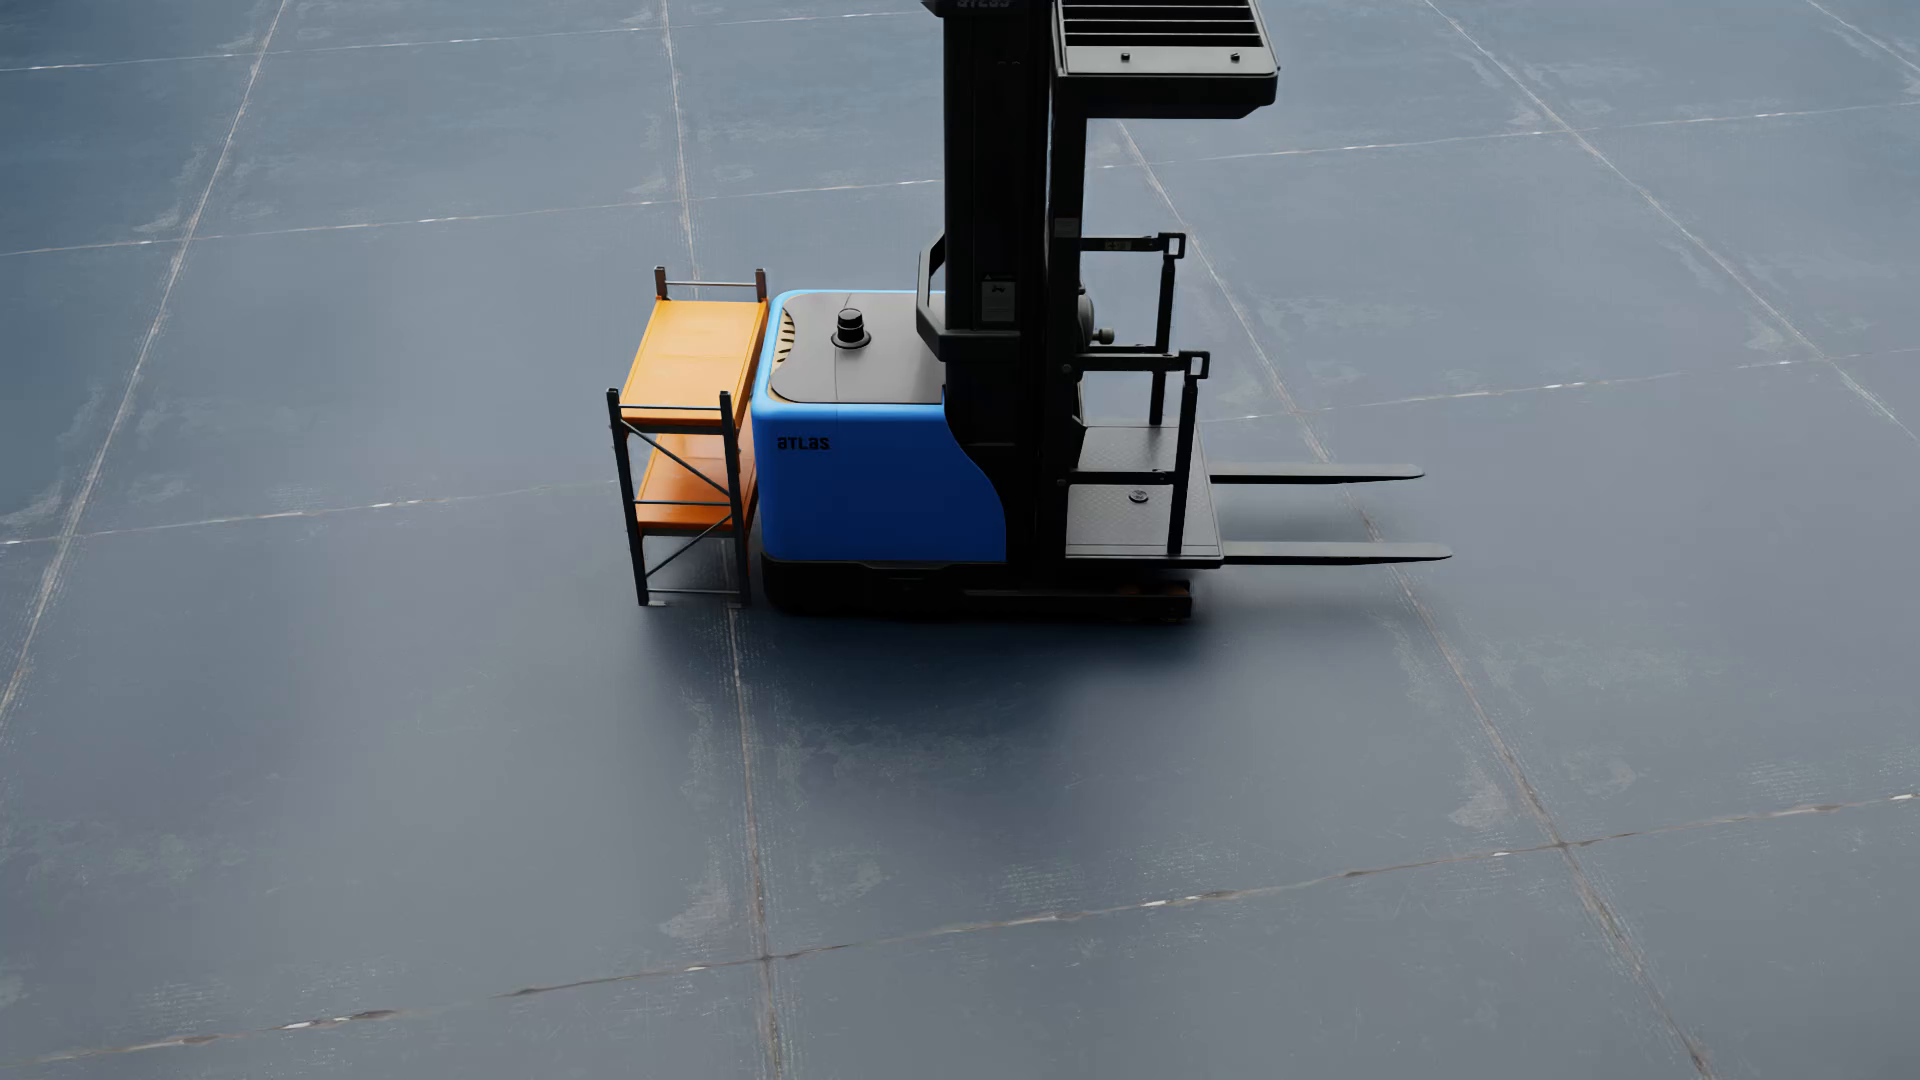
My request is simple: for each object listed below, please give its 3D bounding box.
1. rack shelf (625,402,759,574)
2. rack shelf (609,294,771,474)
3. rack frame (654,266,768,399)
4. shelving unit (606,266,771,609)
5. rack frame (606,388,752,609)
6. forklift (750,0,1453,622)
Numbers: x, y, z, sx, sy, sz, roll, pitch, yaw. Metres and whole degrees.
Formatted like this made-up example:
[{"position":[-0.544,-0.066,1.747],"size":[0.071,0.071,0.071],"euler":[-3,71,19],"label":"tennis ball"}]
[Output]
[{"position":[-1.150,-0.273,7.583],"size":[0.538,0.278,1.000],"euler":[2,38,2],"label":"rack shelf"},{"position":[-1.150,-0.697,7.253],"size":[0.538,0.278,1.000],"euler":[2,38,2],"label":"rack shelf"},{"position":[-1.127,-0.777,7.834],"size":[0.500,1.125,0.032],"euler":[2,38,2],"label":"rack frame"},{"position":[-1.150,-0.466,7.433],"size":[0.538,1.125,1.048],"euler":[2,38,2],"label":"shelving unit"},{"position":[-1.174,-0.154,7.032],"size":[0.500,1.125,0.032],"euler":[2,38,2],"label":"rack frame"},{"position":[0.655,-1.128,6.813],"size":[3.031,2.935,1.130],"euler":[0,38,1],"label":"forklift"}]
